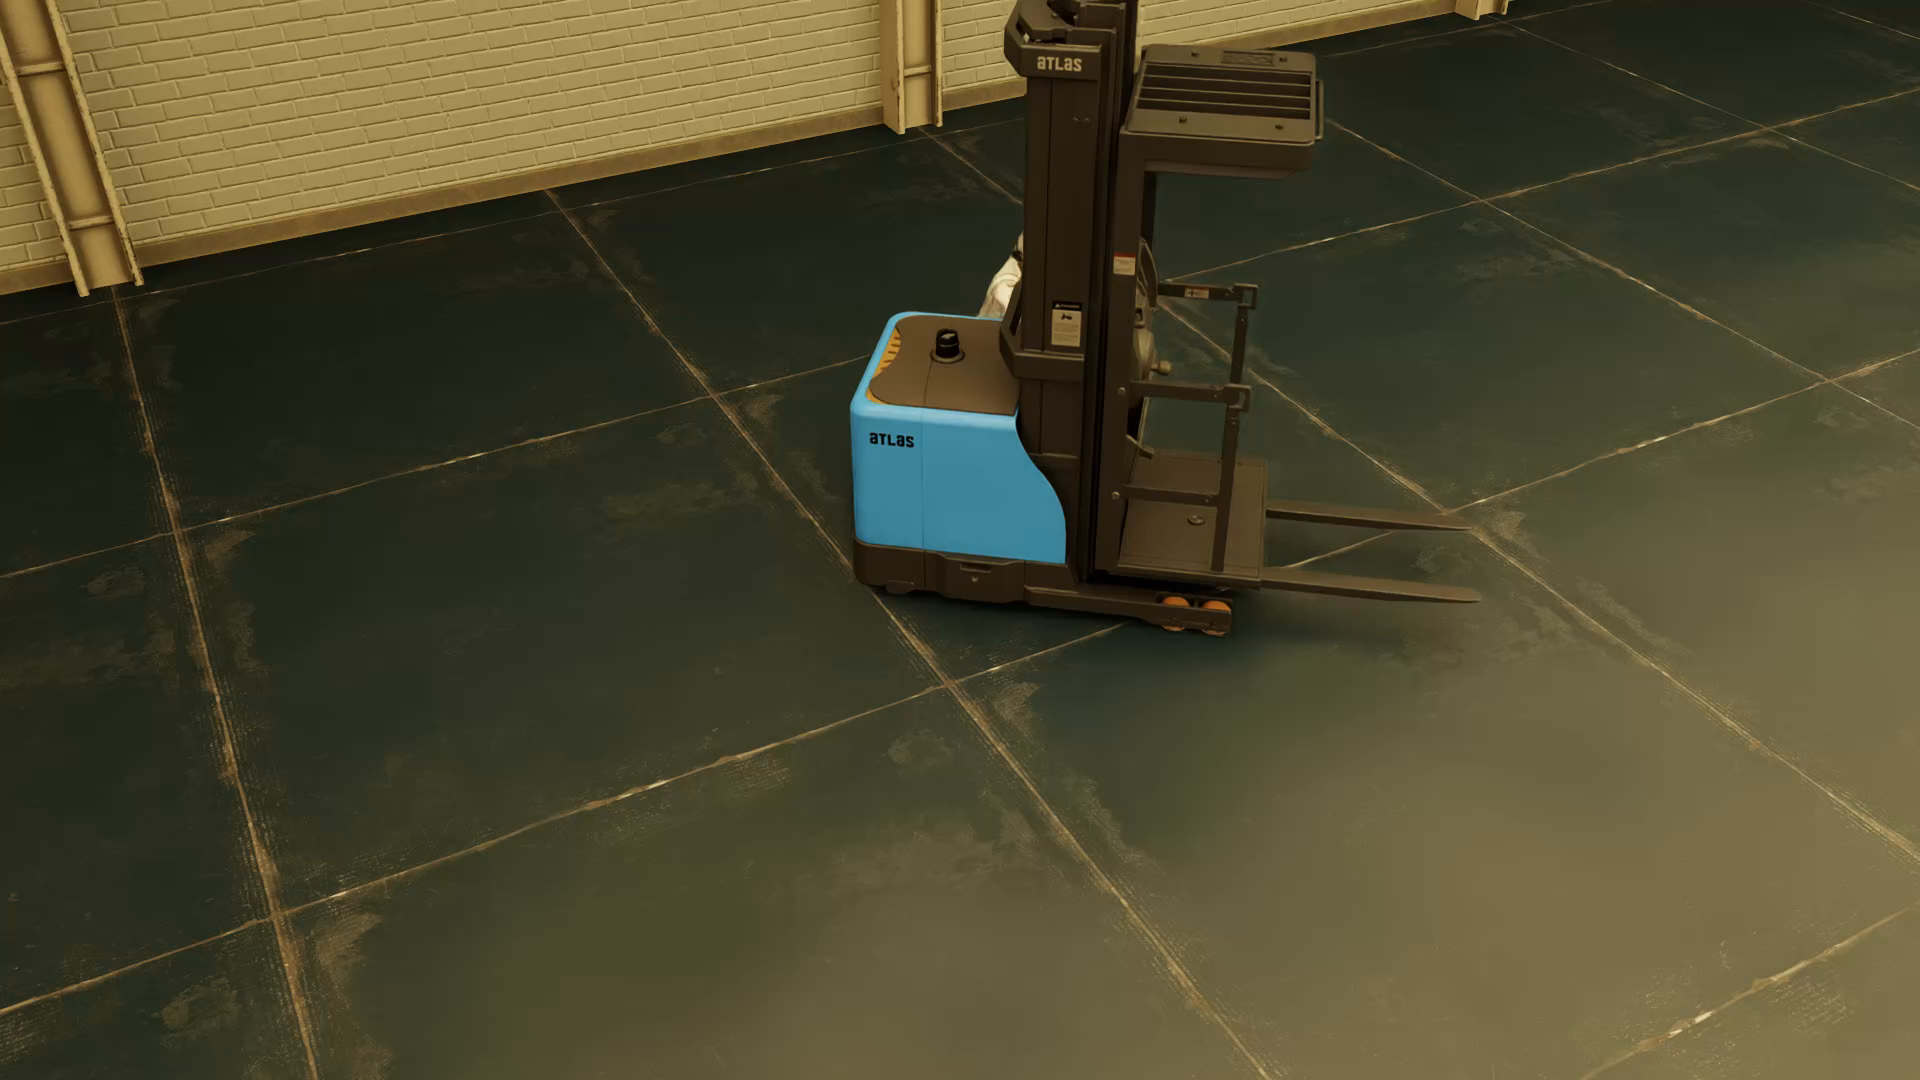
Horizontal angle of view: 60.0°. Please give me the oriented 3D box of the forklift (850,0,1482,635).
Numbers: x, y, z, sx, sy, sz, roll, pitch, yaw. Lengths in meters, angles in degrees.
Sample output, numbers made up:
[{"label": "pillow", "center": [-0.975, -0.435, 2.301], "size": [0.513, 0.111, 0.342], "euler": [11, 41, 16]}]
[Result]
[{"label": "forklift", "center": [1.038, -1.071, 7.638], "size": [3.031, 2.935, 1.130], "euler": [6, 36, 8]}]

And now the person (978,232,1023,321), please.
[{"label": "person", "center": [0.431, -1.092, 9.057], "size": [0.690, 1.369, 1.394], "euler": [19, 40, 25]}]
